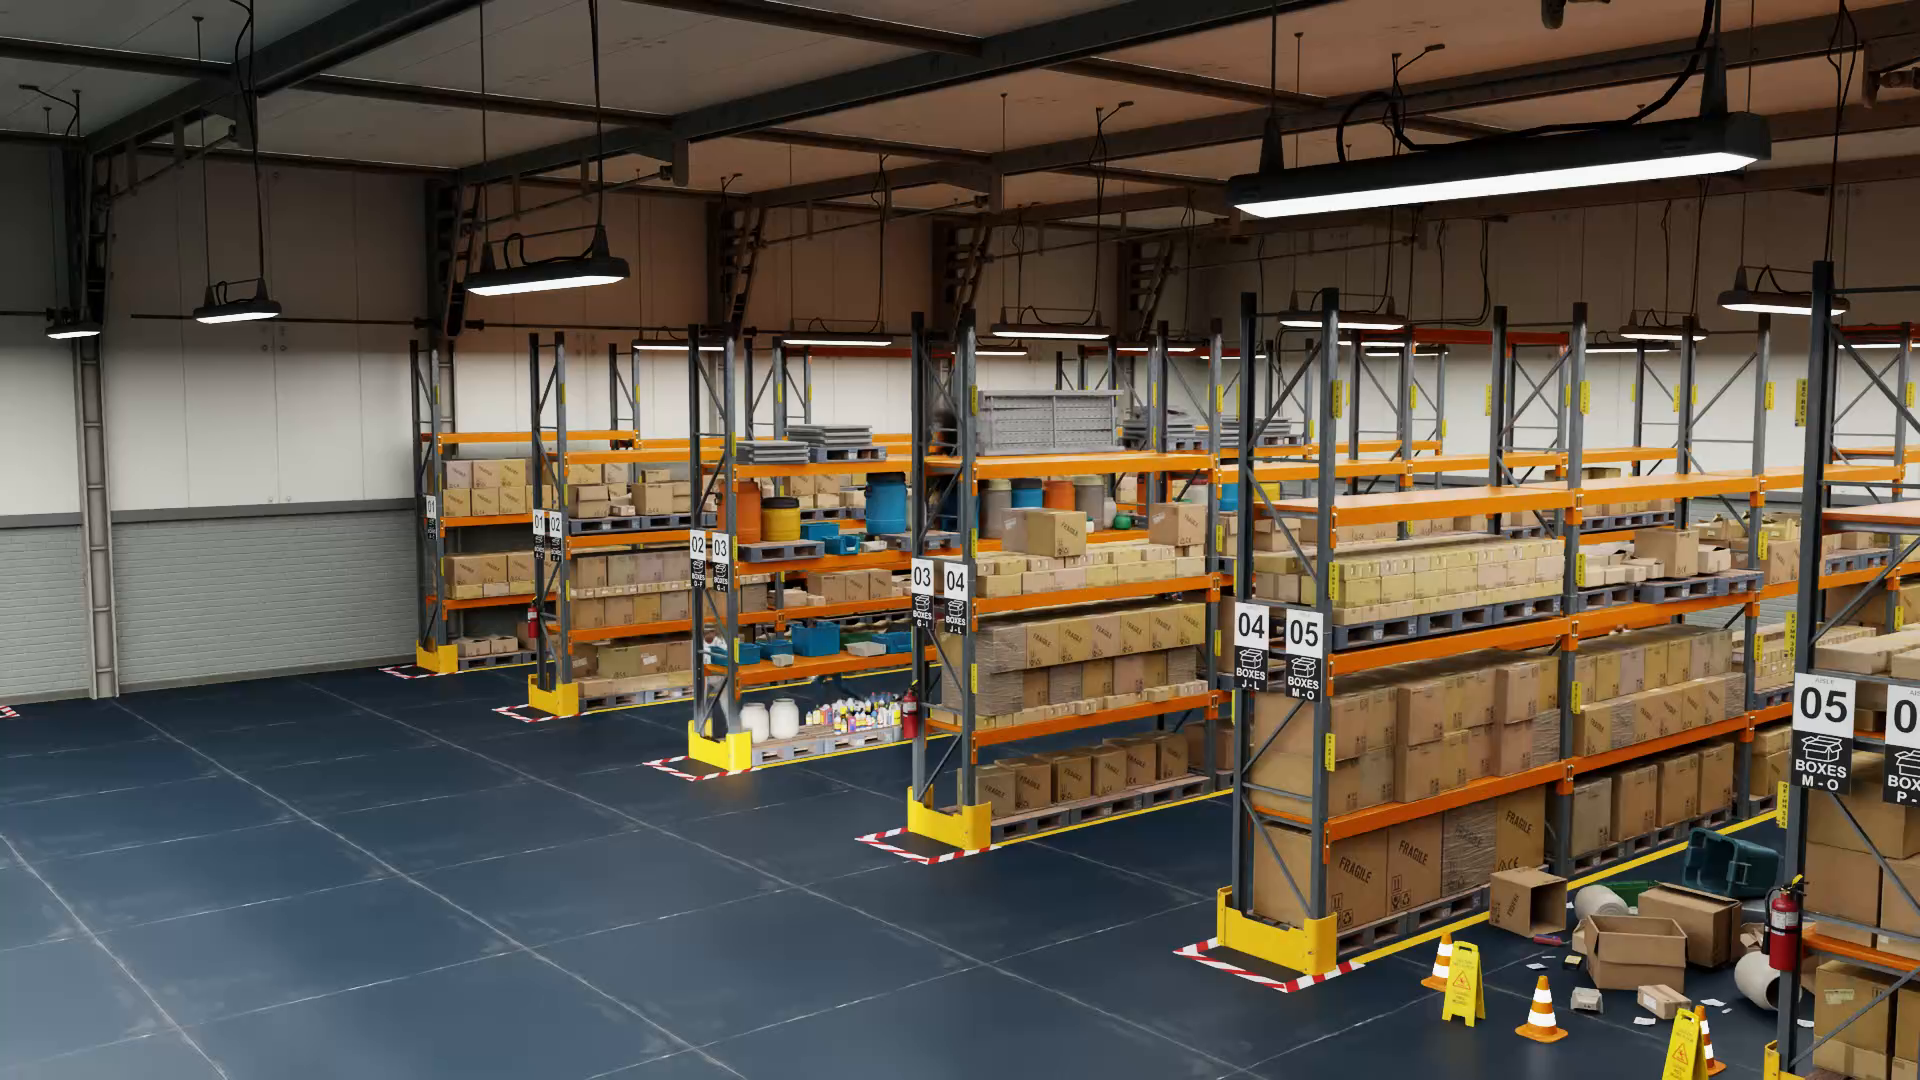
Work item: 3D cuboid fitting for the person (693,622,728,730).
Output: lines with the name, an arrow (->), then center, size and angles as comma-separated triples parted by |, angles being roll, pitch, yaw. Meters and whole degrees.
person -> -3.610, 2.055, 24.432 | 0.597, 1.721, 0.586 | 1, 5, 14

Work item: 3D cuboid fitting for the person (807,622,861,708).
person -> -1.969, 2.027, 26.017 | 0.914, 1.544, 0.579 | -3, 6, -28

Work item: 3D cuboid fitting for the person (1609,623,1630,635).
person -> 10.168, 1.990, 25.451 | 0.901, 1.709, 0.617 | -4, 6, -34
